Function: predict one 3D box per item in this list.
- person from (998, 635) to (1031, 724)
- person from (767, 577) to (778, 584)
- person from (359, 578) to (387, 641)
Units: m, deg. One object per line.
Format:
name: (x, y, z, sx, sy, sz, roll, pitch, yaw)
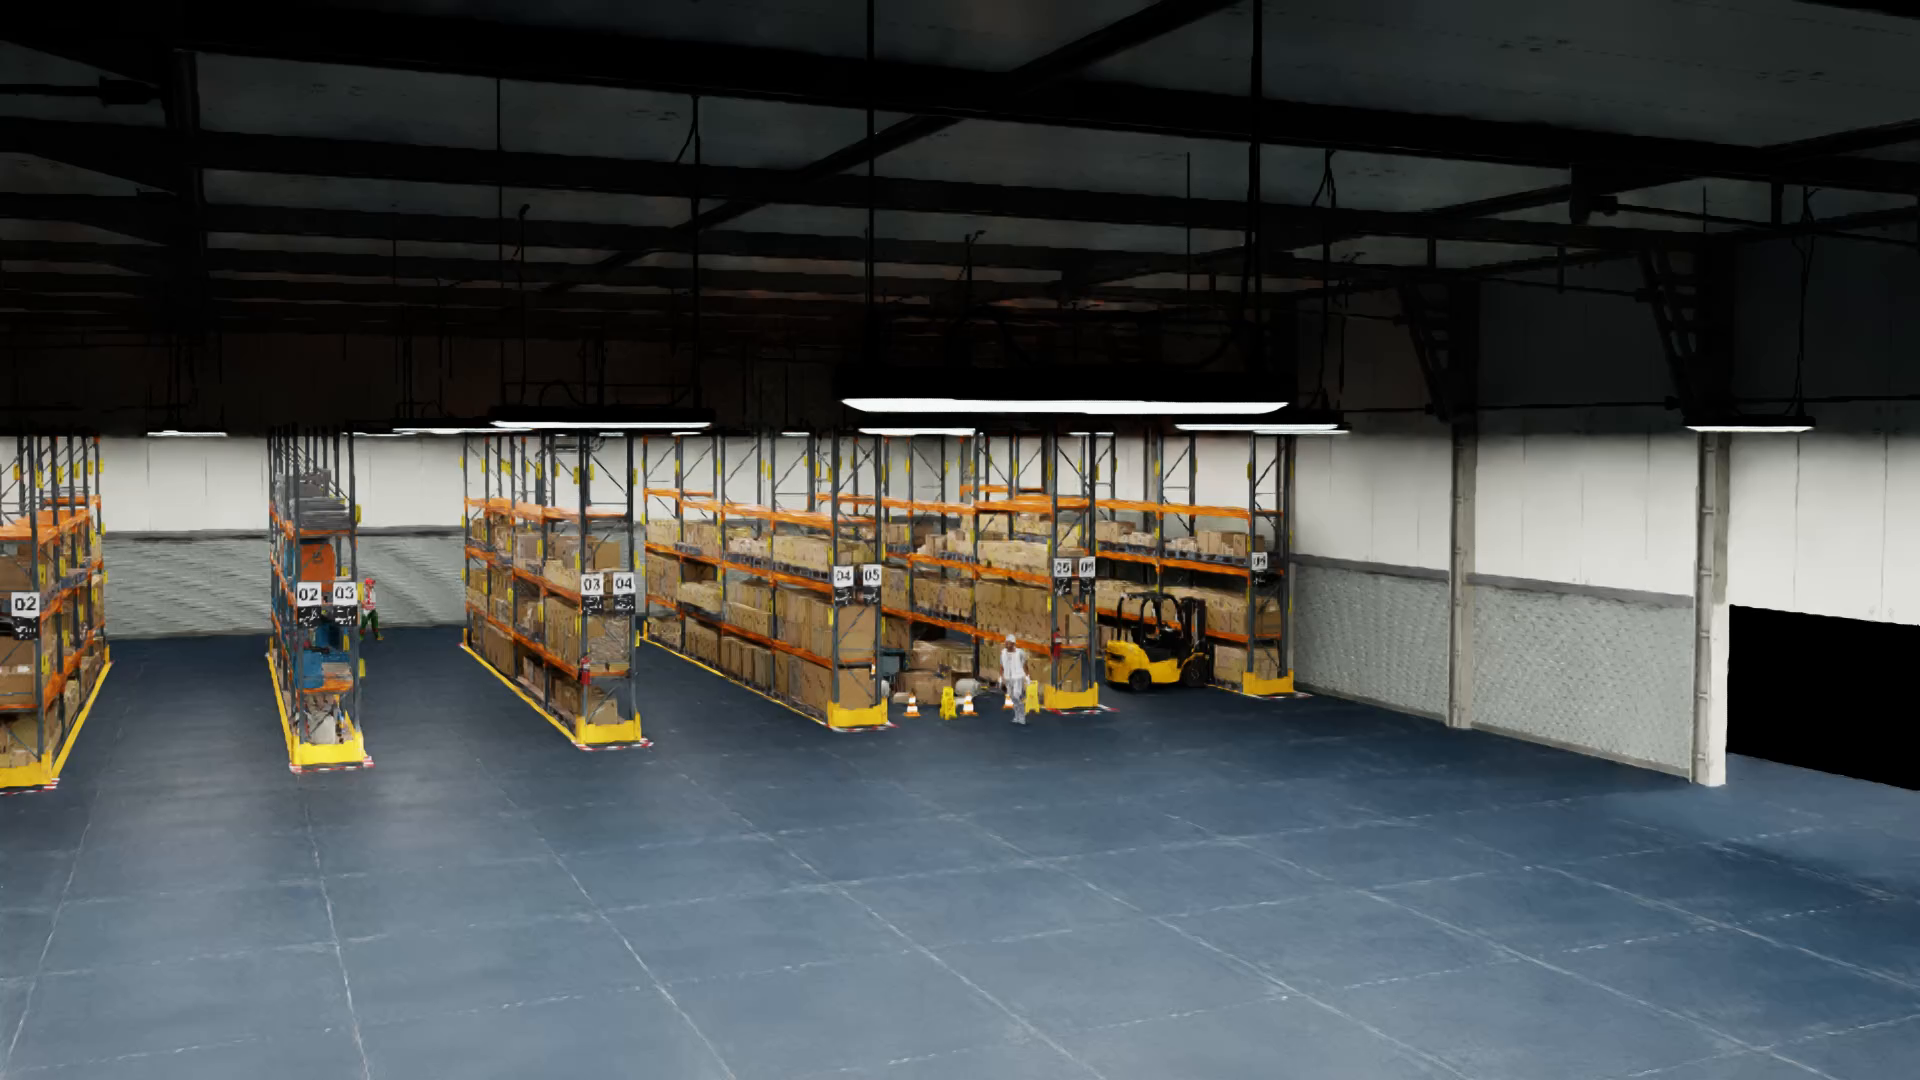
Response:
person: (1.091, 2.781, 33.417, 0.645, 1.768, 0.483, 2, 4, 32)
person: (-5.611, 1.812, 49.524, 0.590, 1.777, 0.709, -3, 5, -44)
person: (-16.639, 1.953, 46.893, 0.550, 1.777, 0.693, 1, 4, 15)
